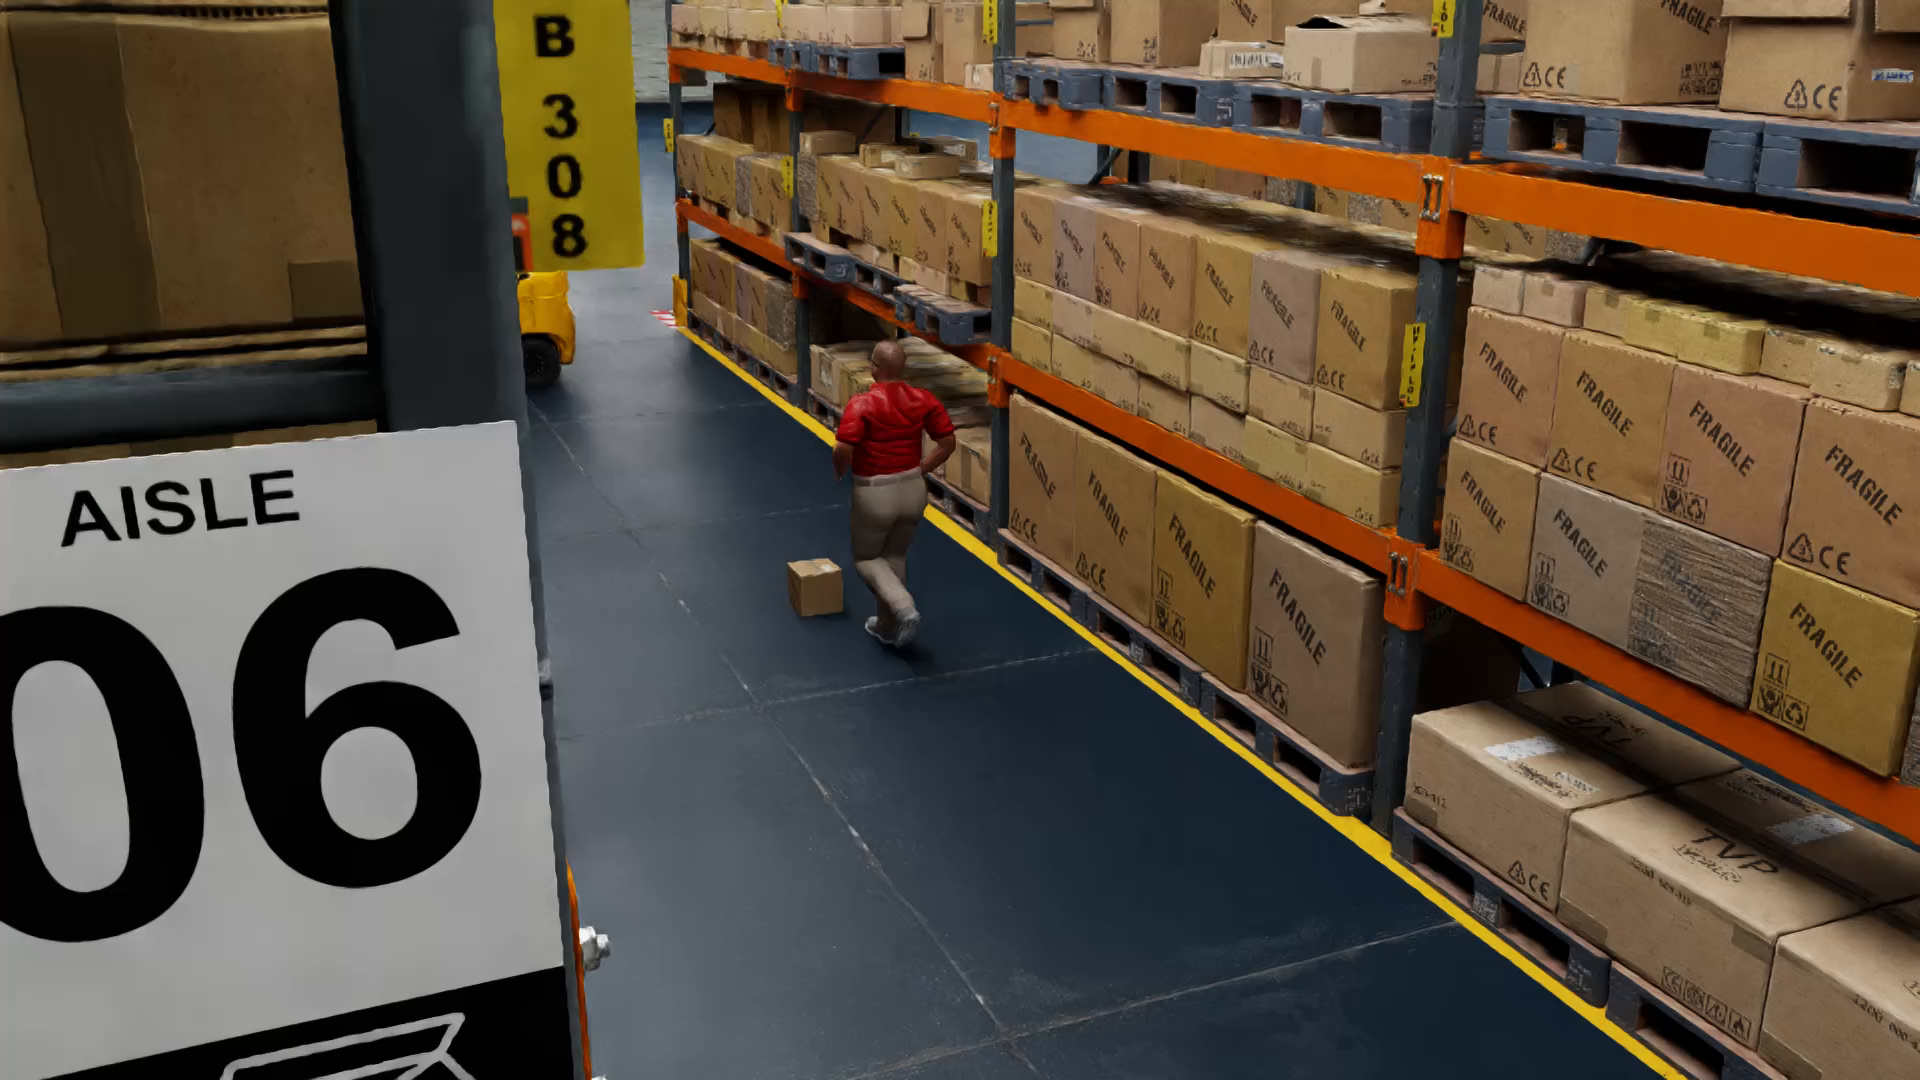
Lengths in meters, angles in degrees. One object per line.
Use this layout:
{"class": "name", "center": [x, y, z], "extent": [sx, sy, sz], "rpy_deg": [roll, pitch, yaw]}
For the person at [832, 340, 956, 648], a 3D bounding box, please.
{"class": "person", "center": [-0.382, -0.218, 8.770], "extent": [0.678, 1.692, 0.637], "rpy_deg": [-9, 21, -25]}
